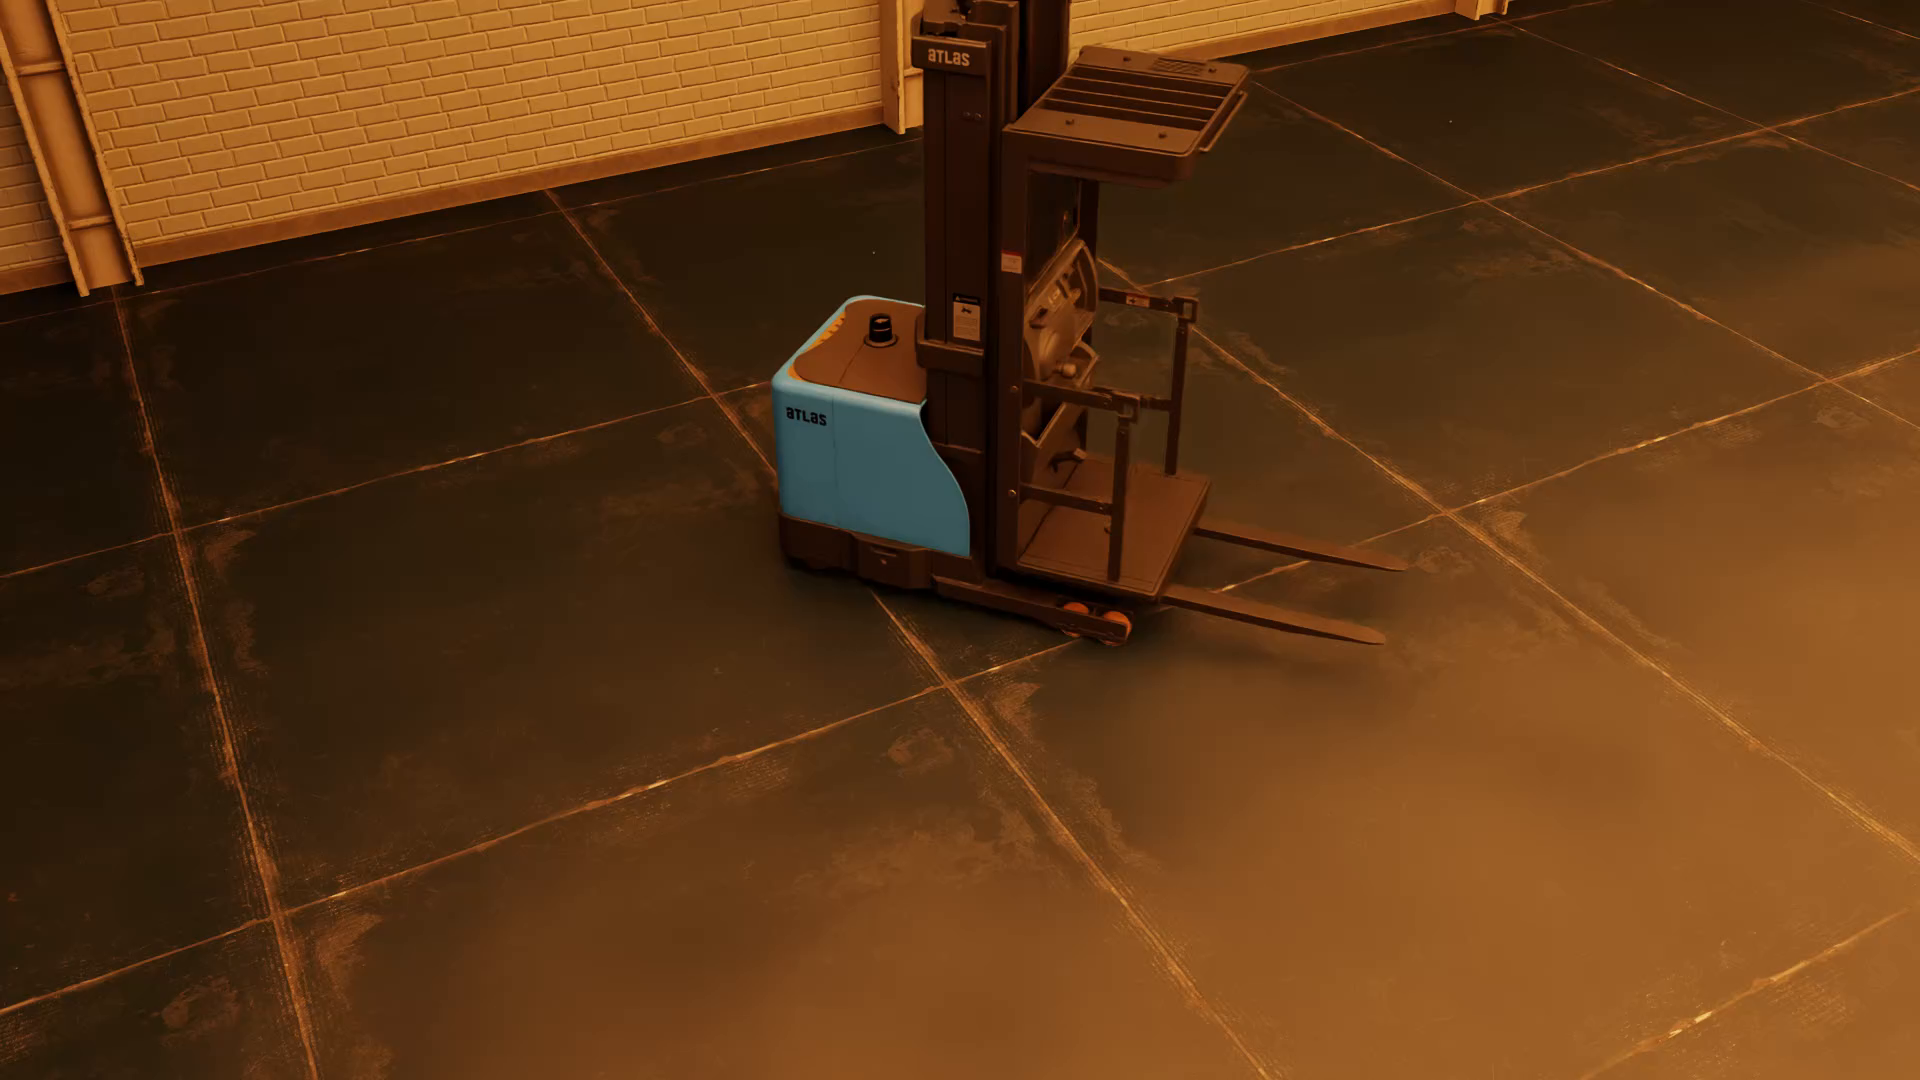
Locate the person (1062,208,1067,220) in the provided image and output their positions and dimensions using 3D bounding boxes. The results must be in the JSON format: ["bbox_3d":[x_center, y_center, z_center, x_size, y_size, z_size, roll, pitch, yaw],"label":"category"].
[{"bbox_3d":[0.346,-1.659,9.880,0.922,1.320,0.652,-24,42,-30],"label":"person"}]

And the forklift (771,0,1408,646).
[{"bbox_3d":[0.653,-1.038,7.592,3.031,2.935,1.130,13,37,17],"label":"forklift"}]
